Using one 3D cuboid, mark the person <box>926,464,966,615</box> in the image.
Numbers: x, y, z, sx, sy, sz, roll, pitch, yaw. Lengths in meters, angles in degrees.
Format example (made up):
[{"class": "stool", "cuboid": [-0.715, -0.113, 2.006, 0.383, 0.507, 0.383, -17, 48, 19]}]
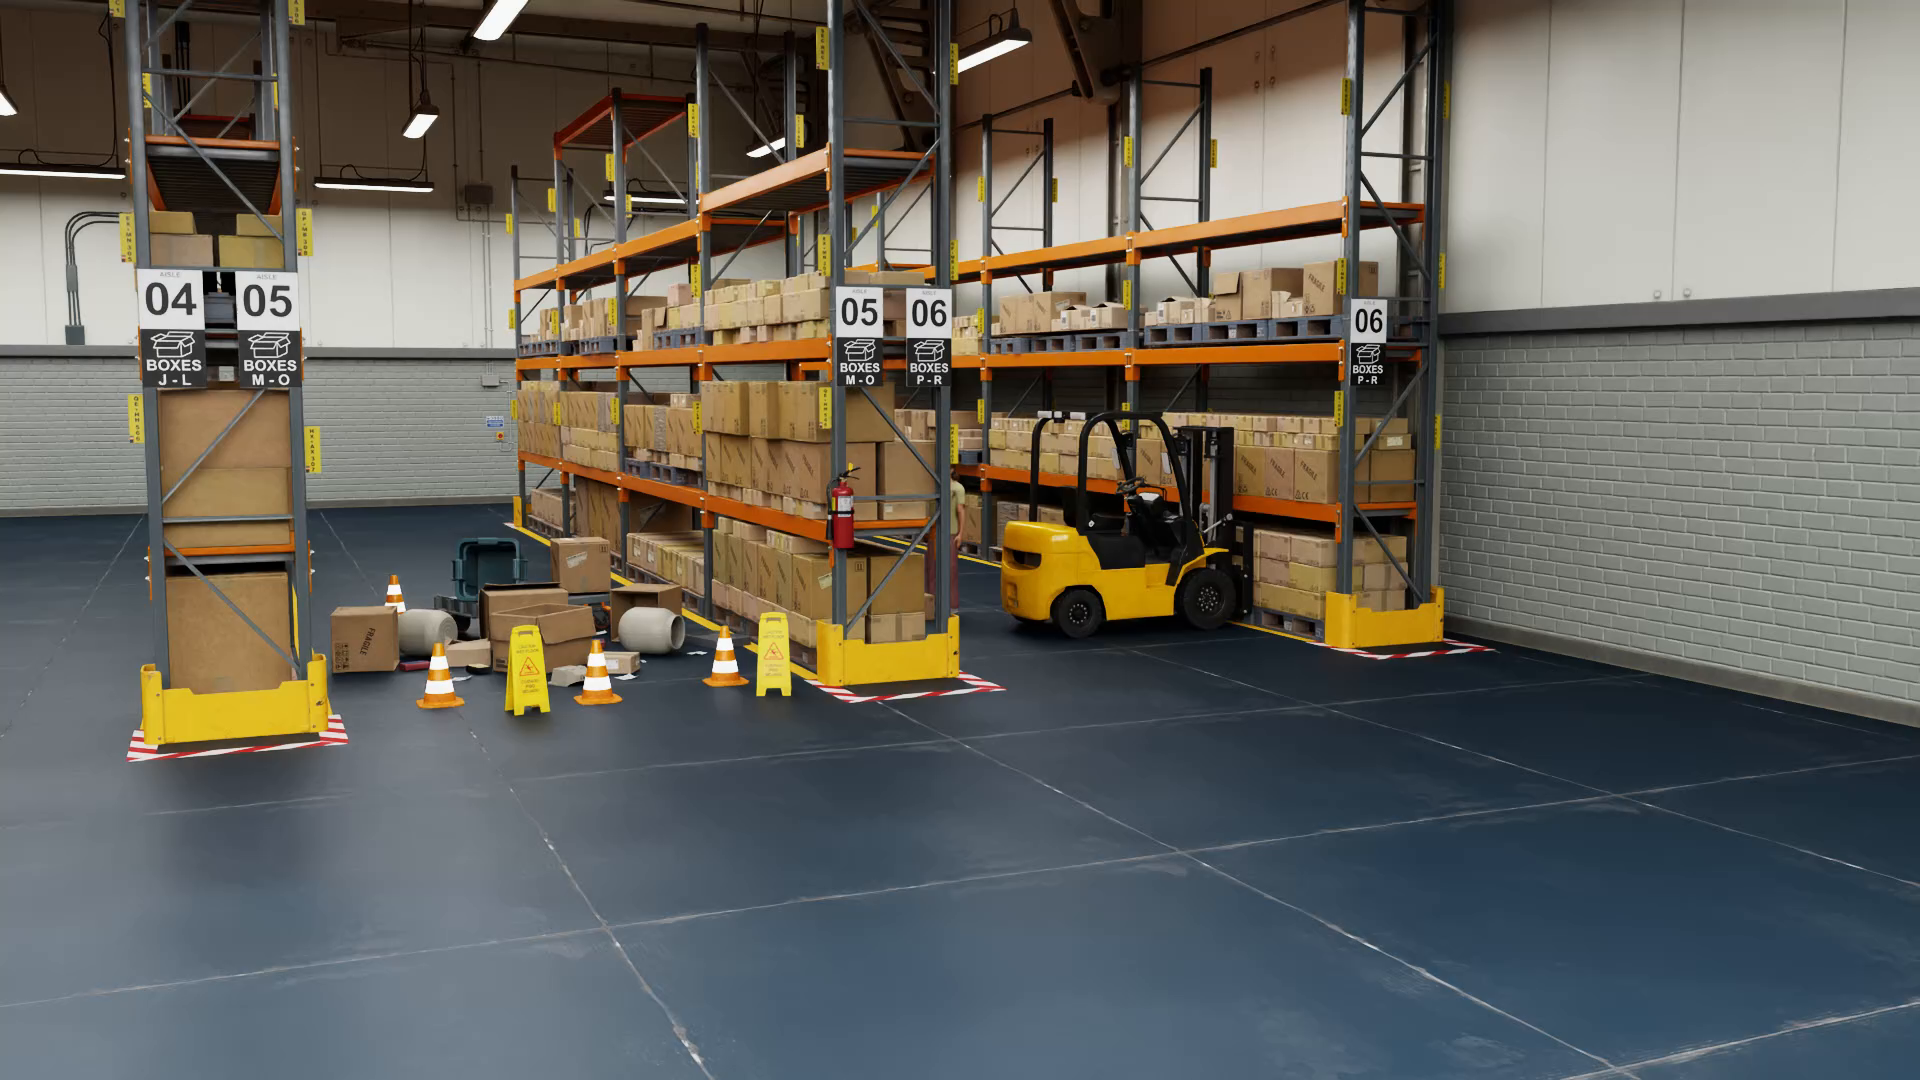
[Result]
[{"class": "person", "cuboid": [-0.156, -0.045, 17.484, 0.447, 1.674, 0.373, 4, 7, 39]}]
